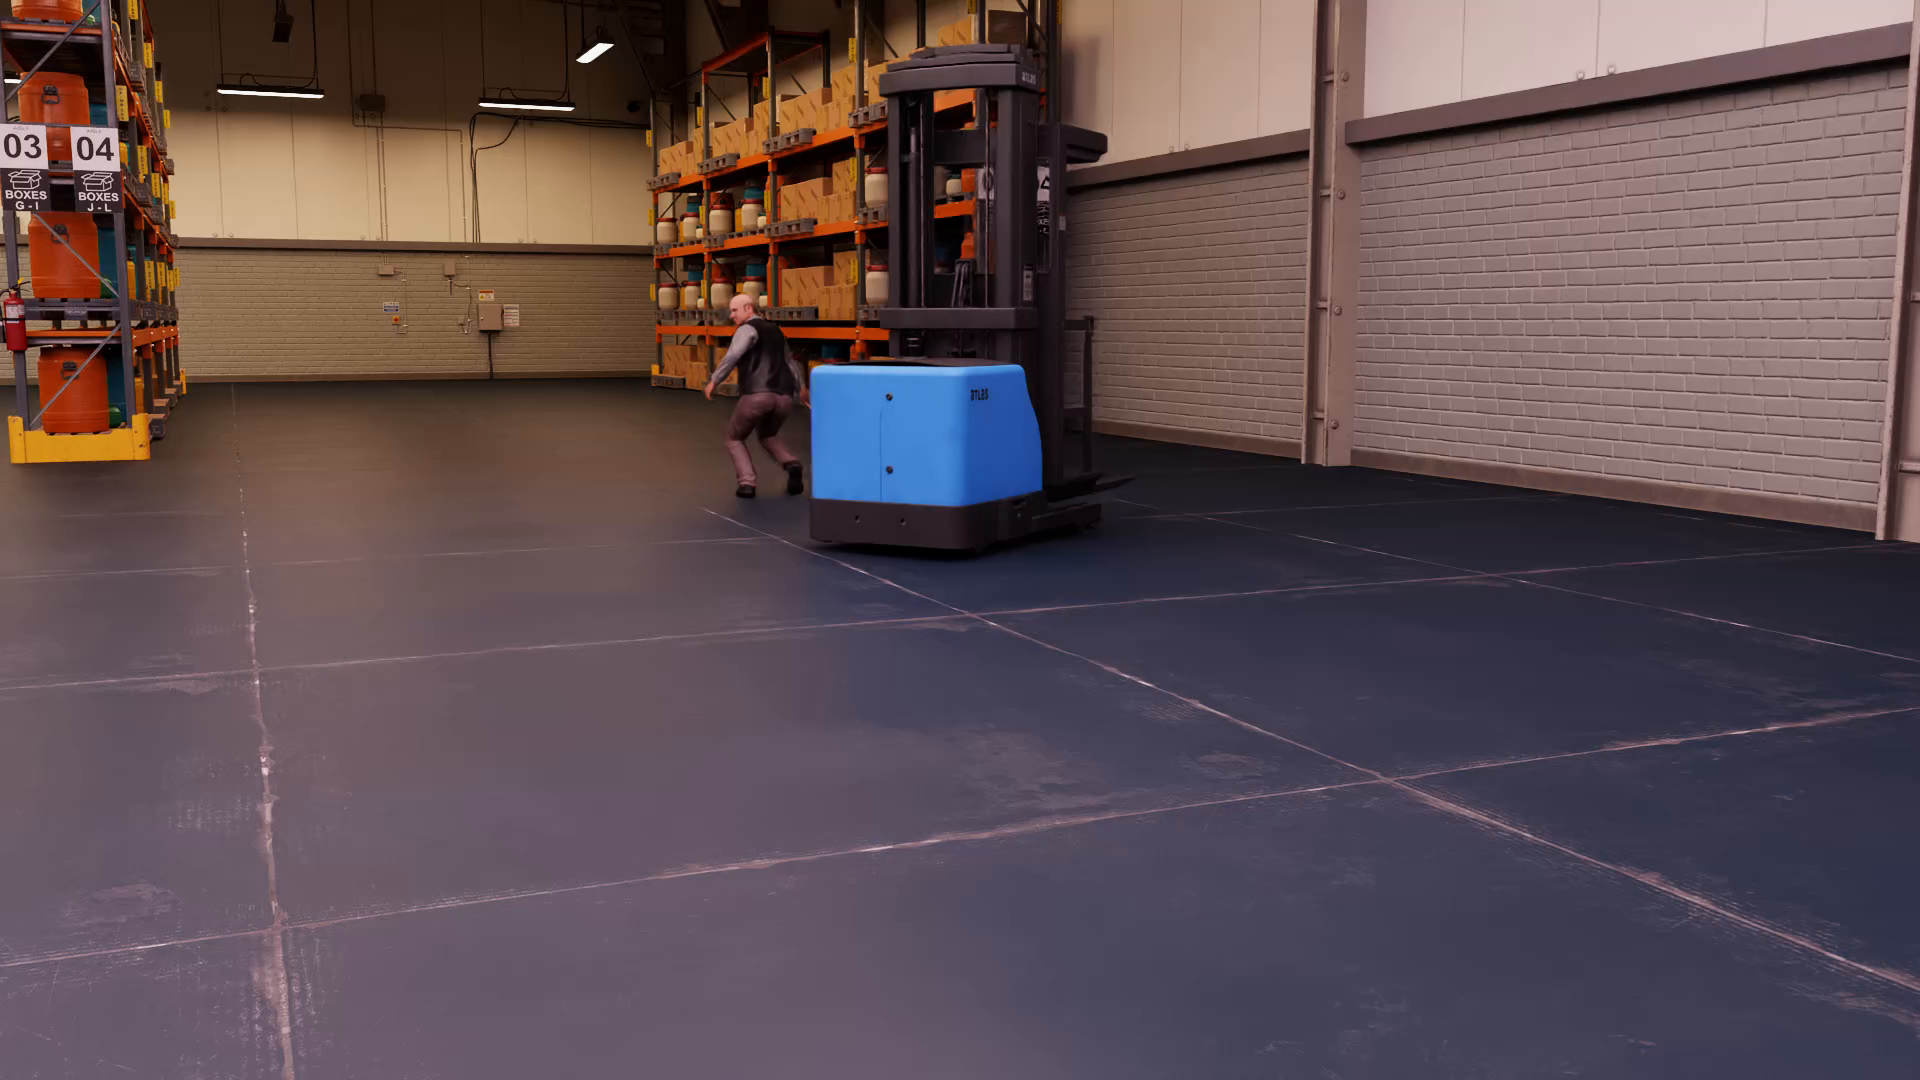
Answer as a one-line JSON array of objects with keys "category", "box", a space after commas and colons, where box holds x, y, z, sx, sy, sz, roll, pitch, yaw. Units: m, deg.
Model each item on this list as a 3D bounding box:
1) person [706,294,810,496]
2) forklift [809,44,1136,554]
[{"category": "person", "box": [-1.480, -1.093, 12.758, 0.508, 1.574, 0.939, 7, 10, 42]}, {"category": "forklift", "box": [0.257, -1.531, 10.551, 1.130, 2.935, 3.031, 4, 8, 28]}]
